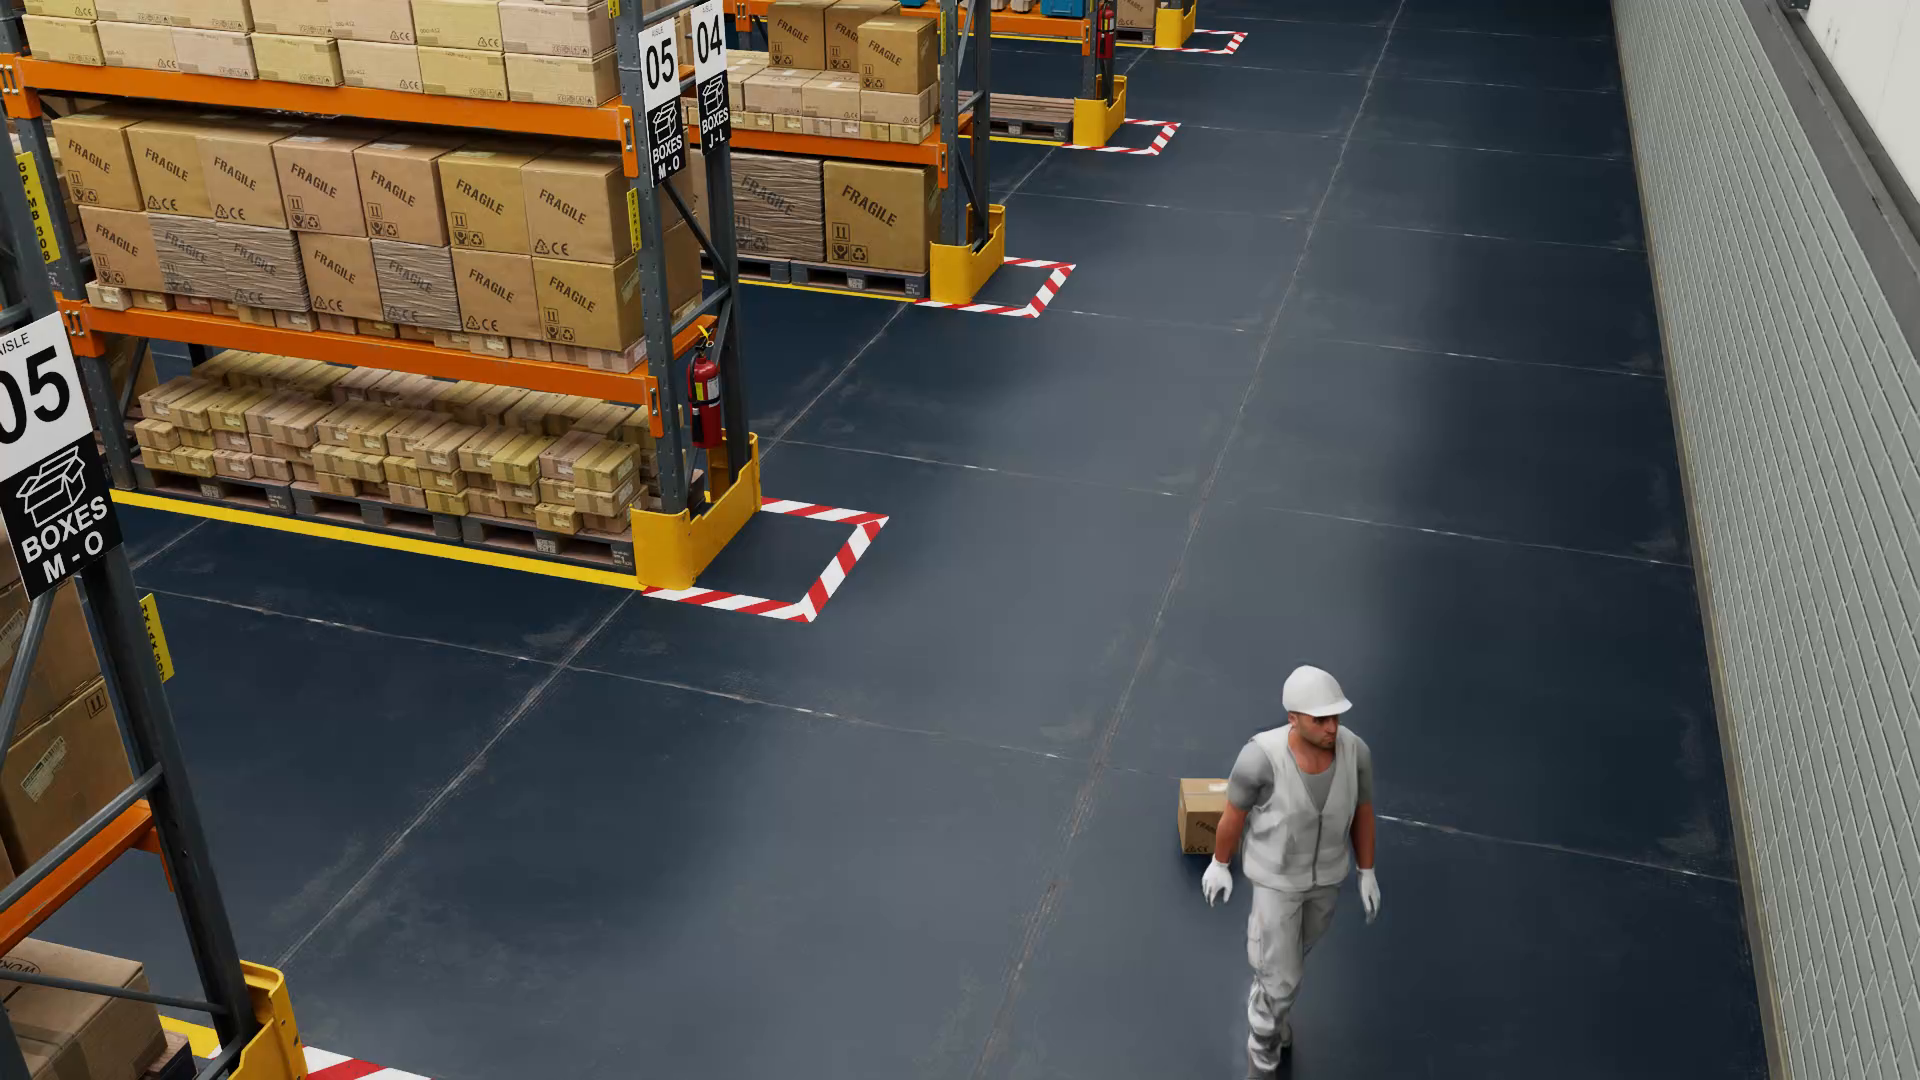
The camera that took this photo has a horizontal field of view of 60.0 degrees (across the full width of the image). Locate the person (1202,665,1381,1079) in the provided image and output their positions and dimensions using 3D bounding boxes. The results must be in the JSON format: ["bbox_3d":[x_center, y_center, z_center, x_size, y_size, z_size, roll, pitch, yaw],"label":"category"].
[{"bbox_3d":[1.237,1.275,6.187,0.594,1.842,0.543,-9,30,-16],"label":"person"}]
